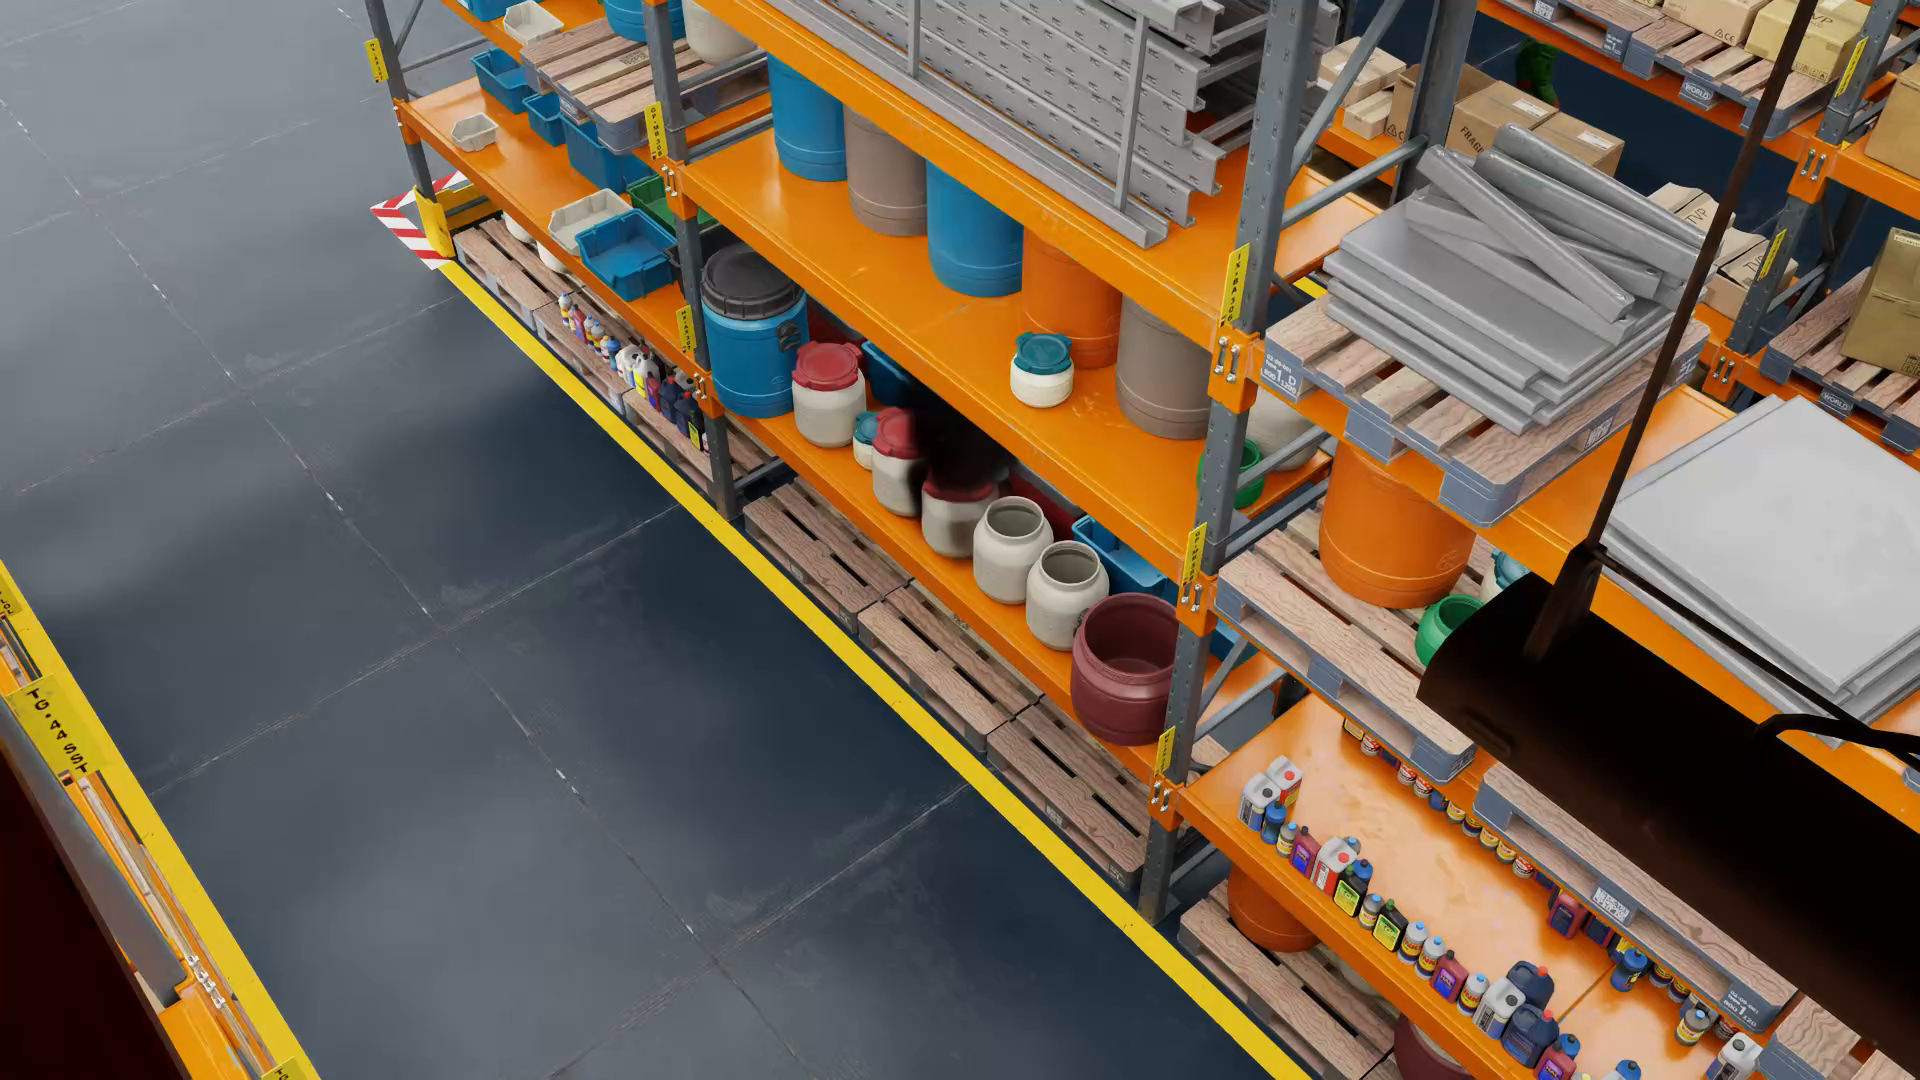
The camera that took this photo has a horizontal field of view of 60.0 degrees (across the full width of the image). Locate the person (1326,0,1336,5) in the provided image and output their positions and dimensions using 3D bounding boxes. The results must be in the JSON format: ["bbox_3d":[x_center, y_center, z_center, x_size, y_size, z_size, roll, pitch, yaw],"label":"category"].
[{"bbox_3d":[3.201,-5.195,14.751,0.681,1.730,0.693,25,51,22],"label":"person"}]

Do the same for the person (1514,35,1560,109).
[{"bbox_3d":[4.834,-4.120,13.661,0.735,1.844,0.631,33,55,27],"label":"person"}]
